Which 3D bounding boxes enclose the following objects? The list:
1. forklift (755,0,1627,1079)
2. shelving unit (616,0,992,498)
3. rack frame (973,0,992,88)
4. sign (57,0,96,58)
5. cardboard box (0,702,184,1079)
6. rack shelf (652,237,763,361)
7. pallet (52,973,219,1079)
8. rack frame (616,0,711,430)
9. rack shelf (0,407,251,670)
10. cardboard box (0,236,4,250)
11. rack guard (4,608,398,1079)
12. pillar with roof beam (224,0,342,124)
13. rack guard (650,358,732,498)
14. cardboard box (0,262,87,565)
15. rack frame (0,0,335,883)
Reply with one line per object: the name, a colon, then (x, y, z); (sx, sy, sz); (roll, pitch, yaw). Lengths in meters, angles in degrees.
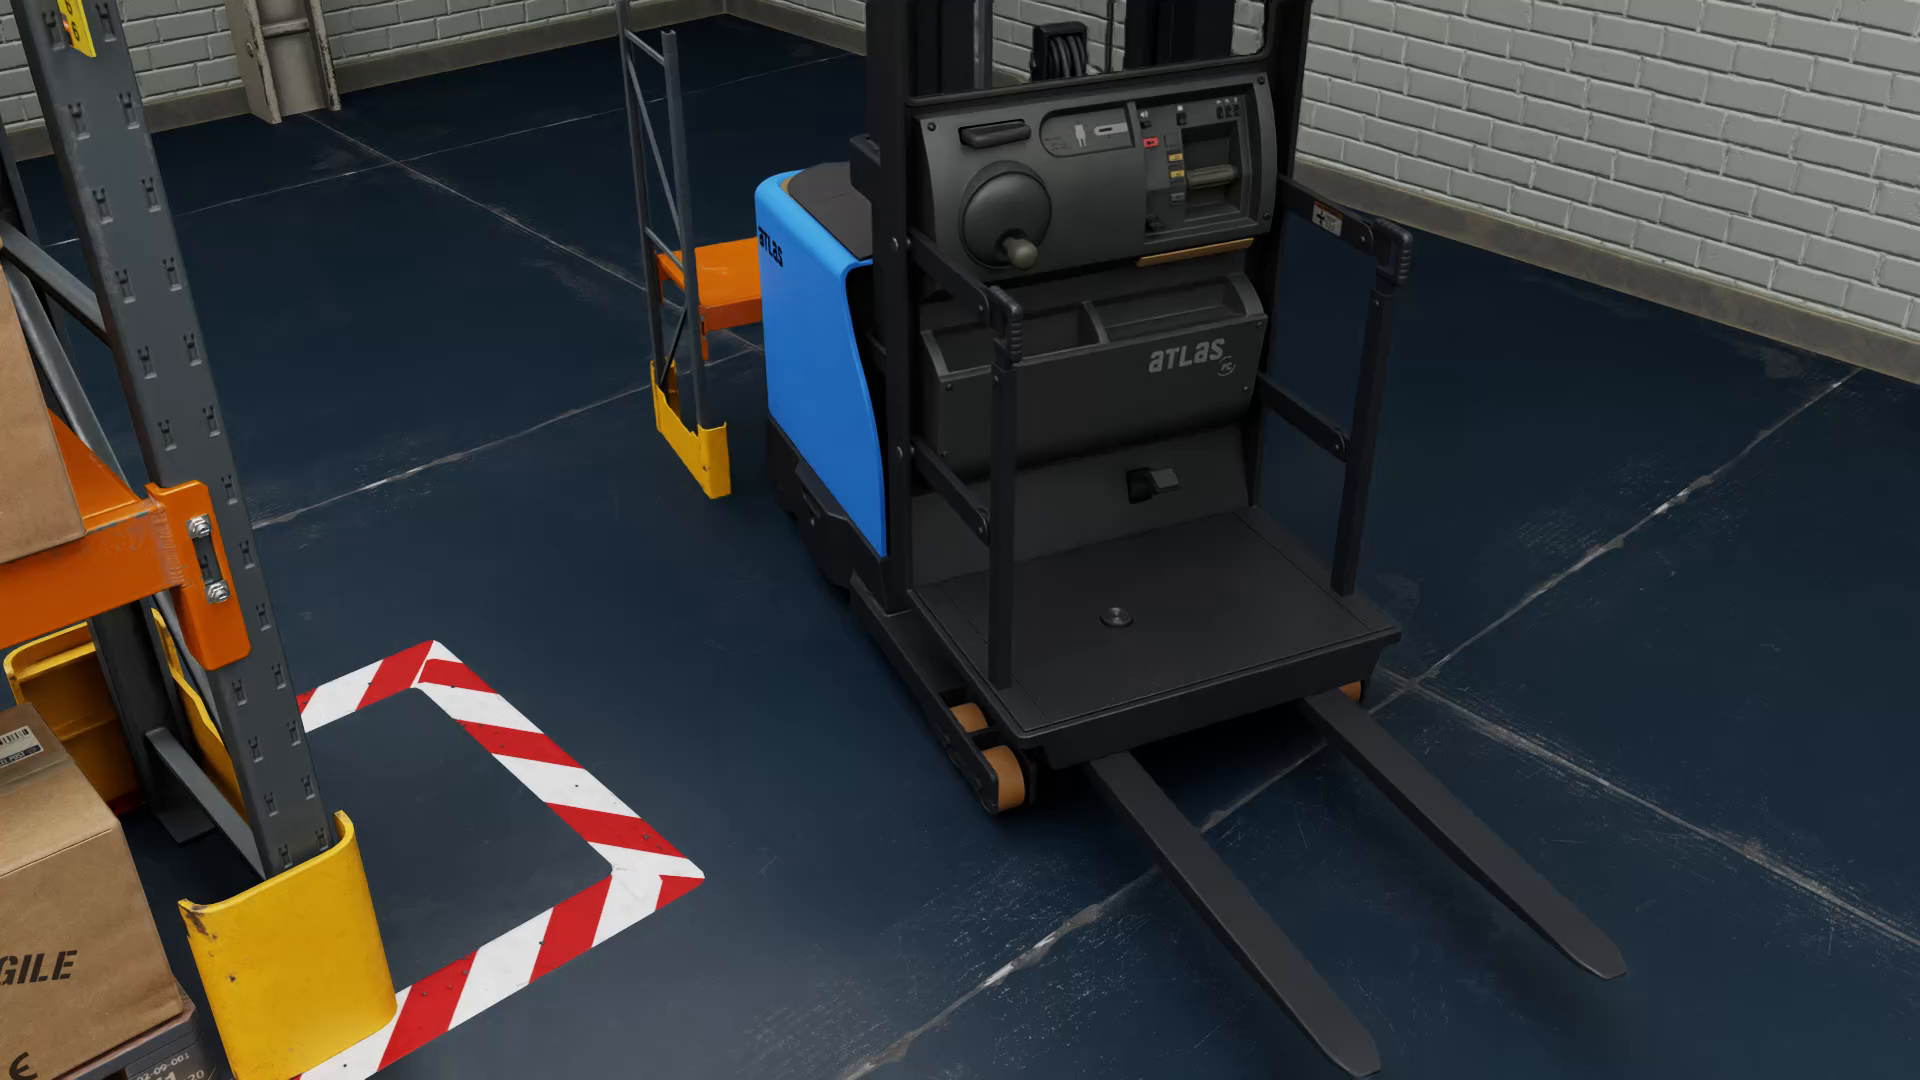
forklift: (0.436, -0.830, 3.798); (1.130, 2.935, 3.031); (-13, 34, -21)
shelving unit: (-0.472, -1.038, 5.510); (1.083, 1.500, 0.587); (-15, 34, -23)
rack frame: (-0.026, -1.155, 5.701); (0.032, 1.500, 0.500); (-15, 34, -23)
sign: (-1.293, -0.859, 2.366); (0.005, 0.325, 0.100); (-26, 40, -35)
cardboard box: (-1.887, 0.717, 3.177); (0.500, 0.500, 0.500); (-26, 40, -35)
rack shelf: (-0.480, -0.882, 5.600); (1.000, 0.185, 0.538); (-15, 34, -23)
pallet: (-2.295, 1.051, 3.330); (1.213, 0.211, 1.003); (-26, 40, -35)
rack frame: (-0.934, -0.917, 5.312); (0.032, 1.500, 0.500); (-15, 34, -23)
rack shelf: (-3.122, 0.567, 2.137); (4.000, 0.370, 1.077); (-26, 40, -35)
cardboard box: (-1.795, -0.655, 2.392); (0.500, 0.500, 0.500); (-26, 40, -36)
rack guard: (-1.711, 0.644, 3.717); (0.348, 0.500, 1.175); (-26, 40, -35)
pillar with roof beam: (-0.707, -4.544, 4.055); (0.400, 9.000, 9.100); (-26, 40, -35)
rack guard: (-0.917, -0.388, 5.645); (0.087, 0.250, 0.587); (-15, 34, -23)
cardboard box: (-1.799, -0.229, 2.653); (0.500, 0.500, 0.500); (-24, 39, -34)
rack frame: (-1.655, -0.449, 3.109); (0.127, 3.000, 1.000); (-26, 40, -35)
